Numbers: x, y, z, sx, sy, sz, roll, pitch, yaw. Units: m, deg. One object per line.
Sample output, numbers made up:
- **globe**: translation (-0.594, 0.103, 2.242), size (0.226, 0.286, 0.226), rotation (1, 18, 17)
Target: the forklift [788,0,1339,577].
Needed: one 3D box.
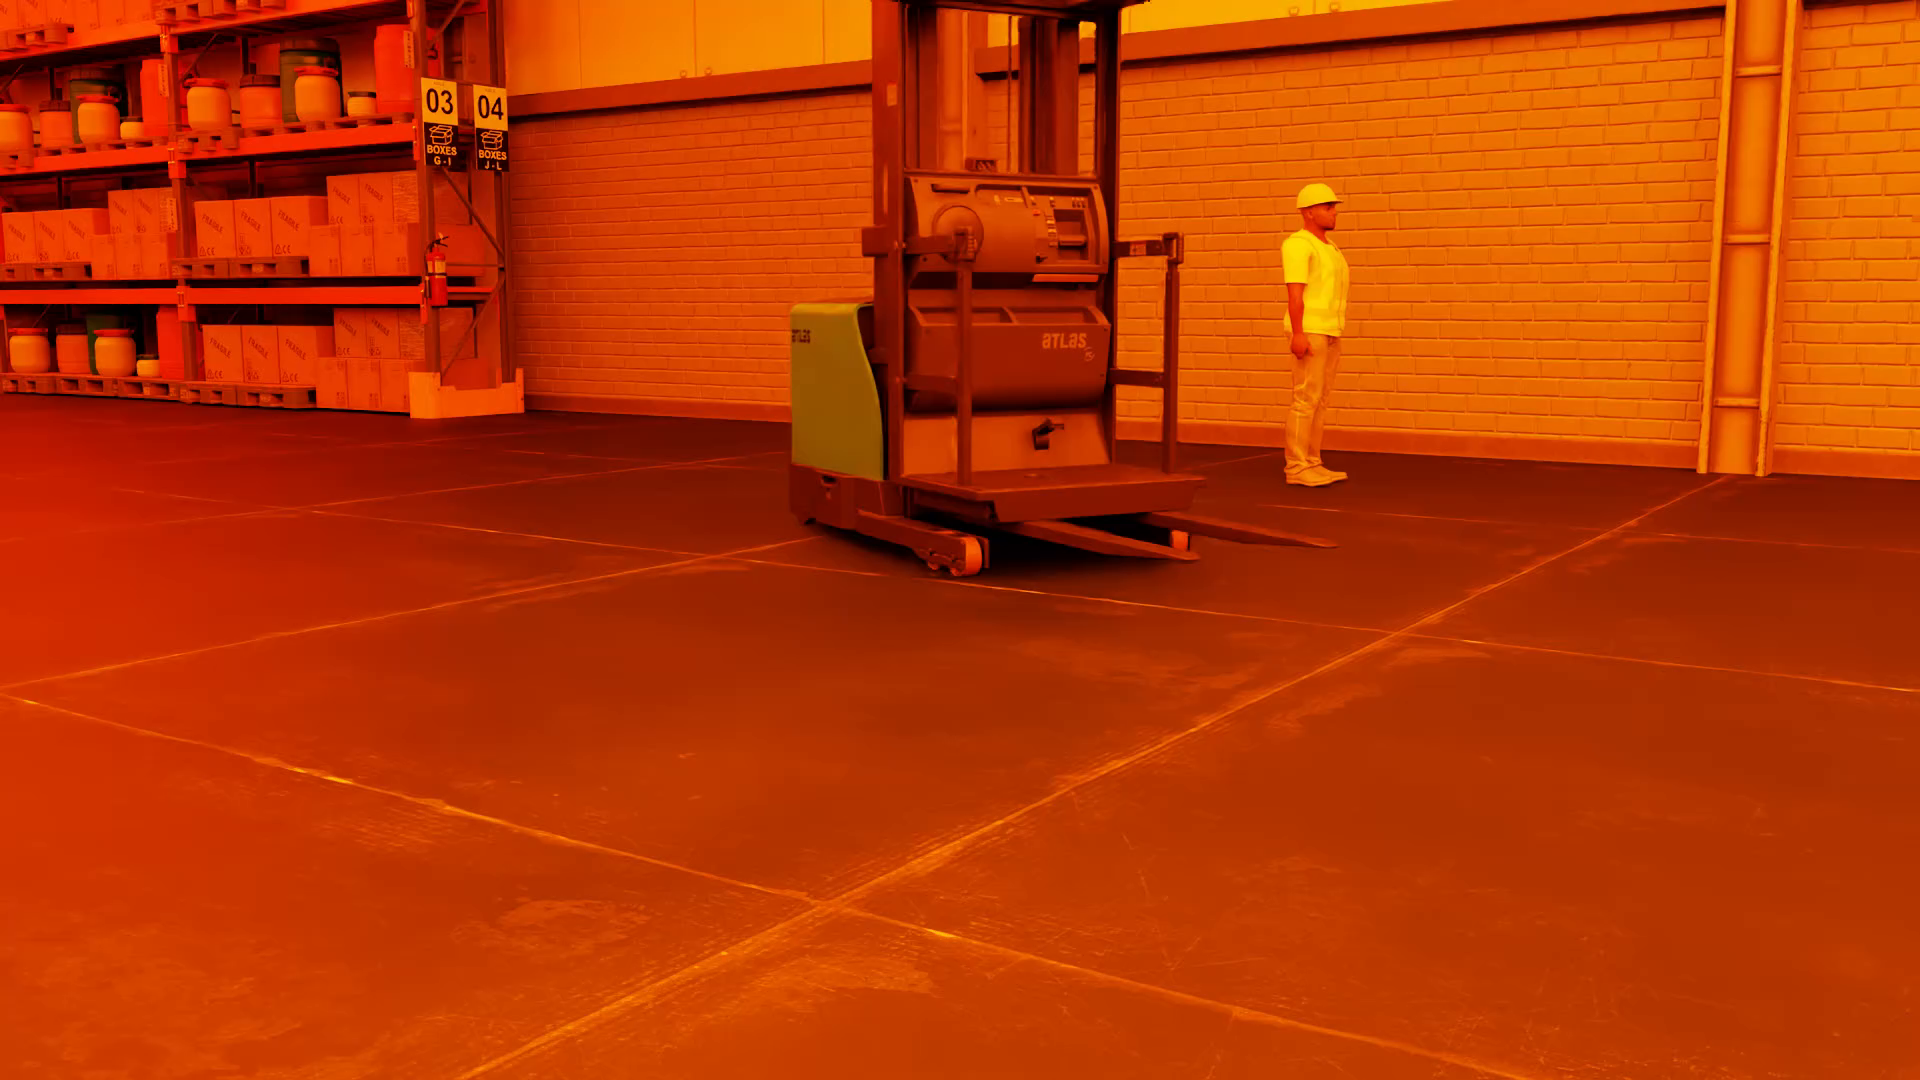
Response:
- **forklift**: translation (0.320, -1.375, 6.861), size (1.130, 2.935, 3.031), rotation (-4, 9, -28)

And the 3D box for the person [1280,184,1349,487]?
- **person**: translation (2.127, -1.219, 9.902), size (0.373, 1.771, 0.557), rotation (5, 9, 31)
